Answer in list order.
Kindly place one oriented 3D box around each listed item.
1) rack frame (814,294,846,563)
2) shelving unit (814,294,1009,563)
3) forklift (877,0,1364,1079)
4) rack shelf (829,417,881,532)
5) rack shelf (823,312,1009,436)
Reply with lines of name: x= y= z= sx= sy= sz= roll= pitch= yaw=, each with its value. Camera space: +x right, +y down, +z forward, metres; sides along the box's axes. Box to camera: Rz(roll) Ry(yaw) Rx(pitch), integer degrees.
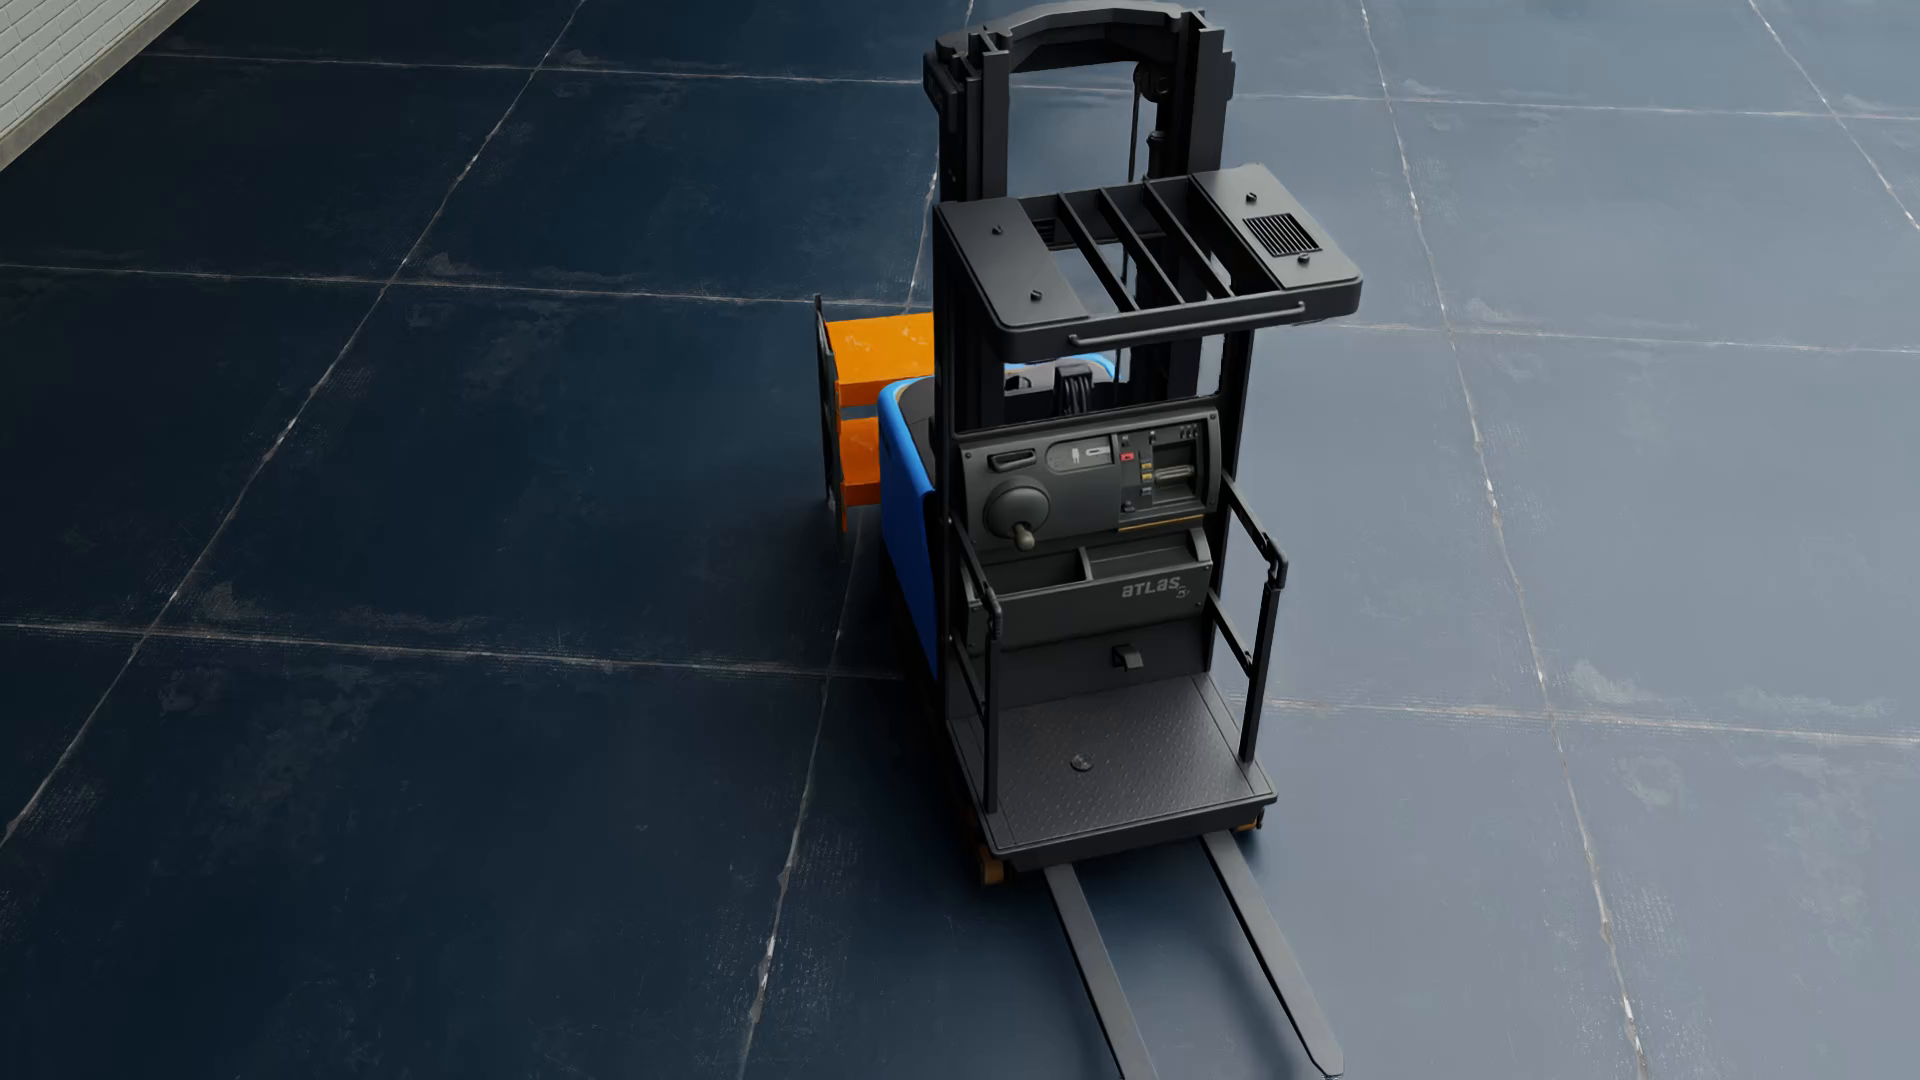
rack frame: x=-0.583 y=-0.489 z=7.460 sx=0.032 sy=1.125 sz=0.500 roll=-7 pitch=40 yaw=-8
shelving unit: x=-0.083 y=-0.547 z=7.531 sx=1.048 sy=1.125 sz=0.538 roll=-7 pitch=40 yaw=-8
forklift: x=0.517 y=-0.132 z=5.591 sx=1.130 sy=2.935 sz=3.031 roll=-10 pitch=40 yaw=-12
rack shelf: x=-0.083 y=-0.357 z=7.685 sx=1.000 sy=0.278 sz=0.538 roll=-7 pitch=40 yaw=-8
rack shelf: x=-0.083 y=-0.774 z=7.346 sx=1.000 sy=0.278 sz=0.538 roll=-7 pitch=40 yaw=-8
